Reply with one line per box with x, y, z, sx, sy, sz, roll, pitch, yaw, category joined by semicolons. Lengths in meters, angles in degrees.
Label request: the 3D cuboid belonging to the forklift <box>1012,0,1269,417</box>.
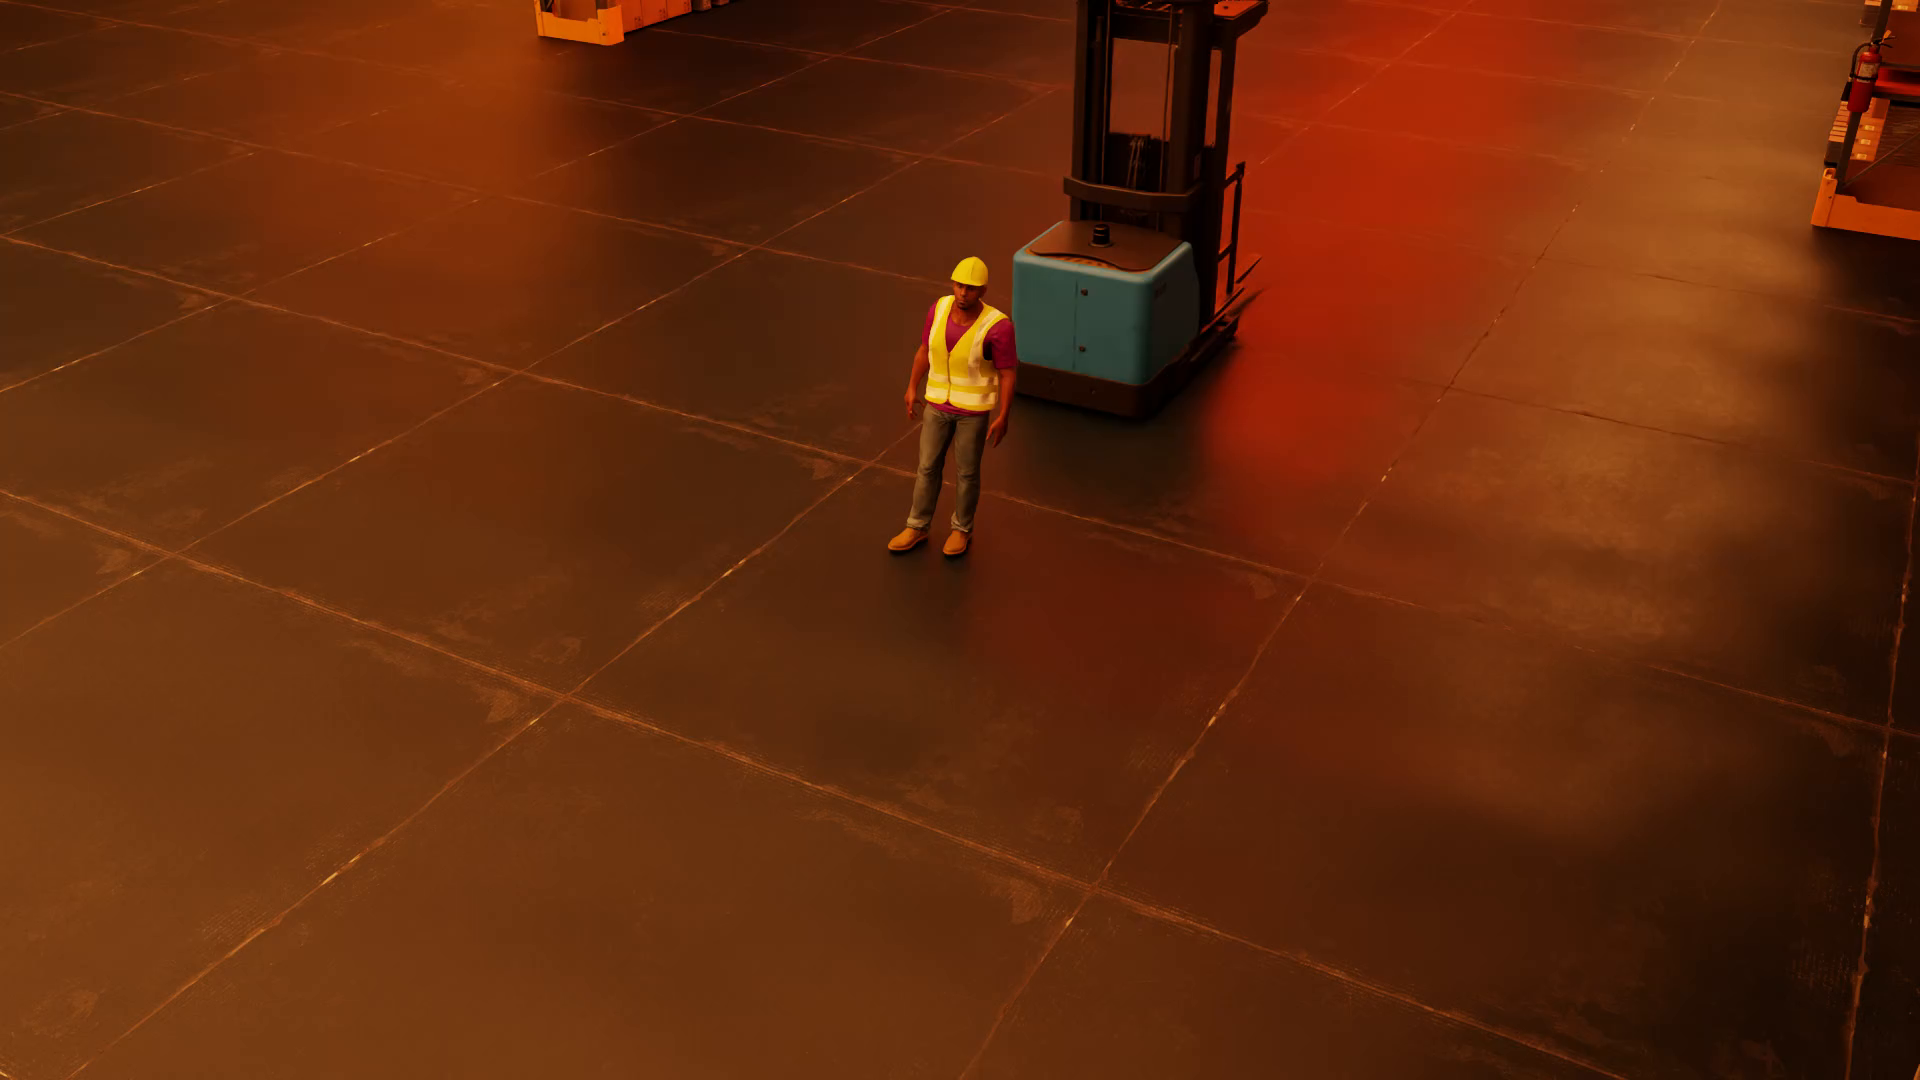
1.468;-2.813;11.944;1.130;2.935;3.031;15;33;23;forklift

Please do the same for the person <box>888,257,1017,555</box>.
-0.038;-0.741;9.507;0.666;1.768;0.575;15;33;25;person
